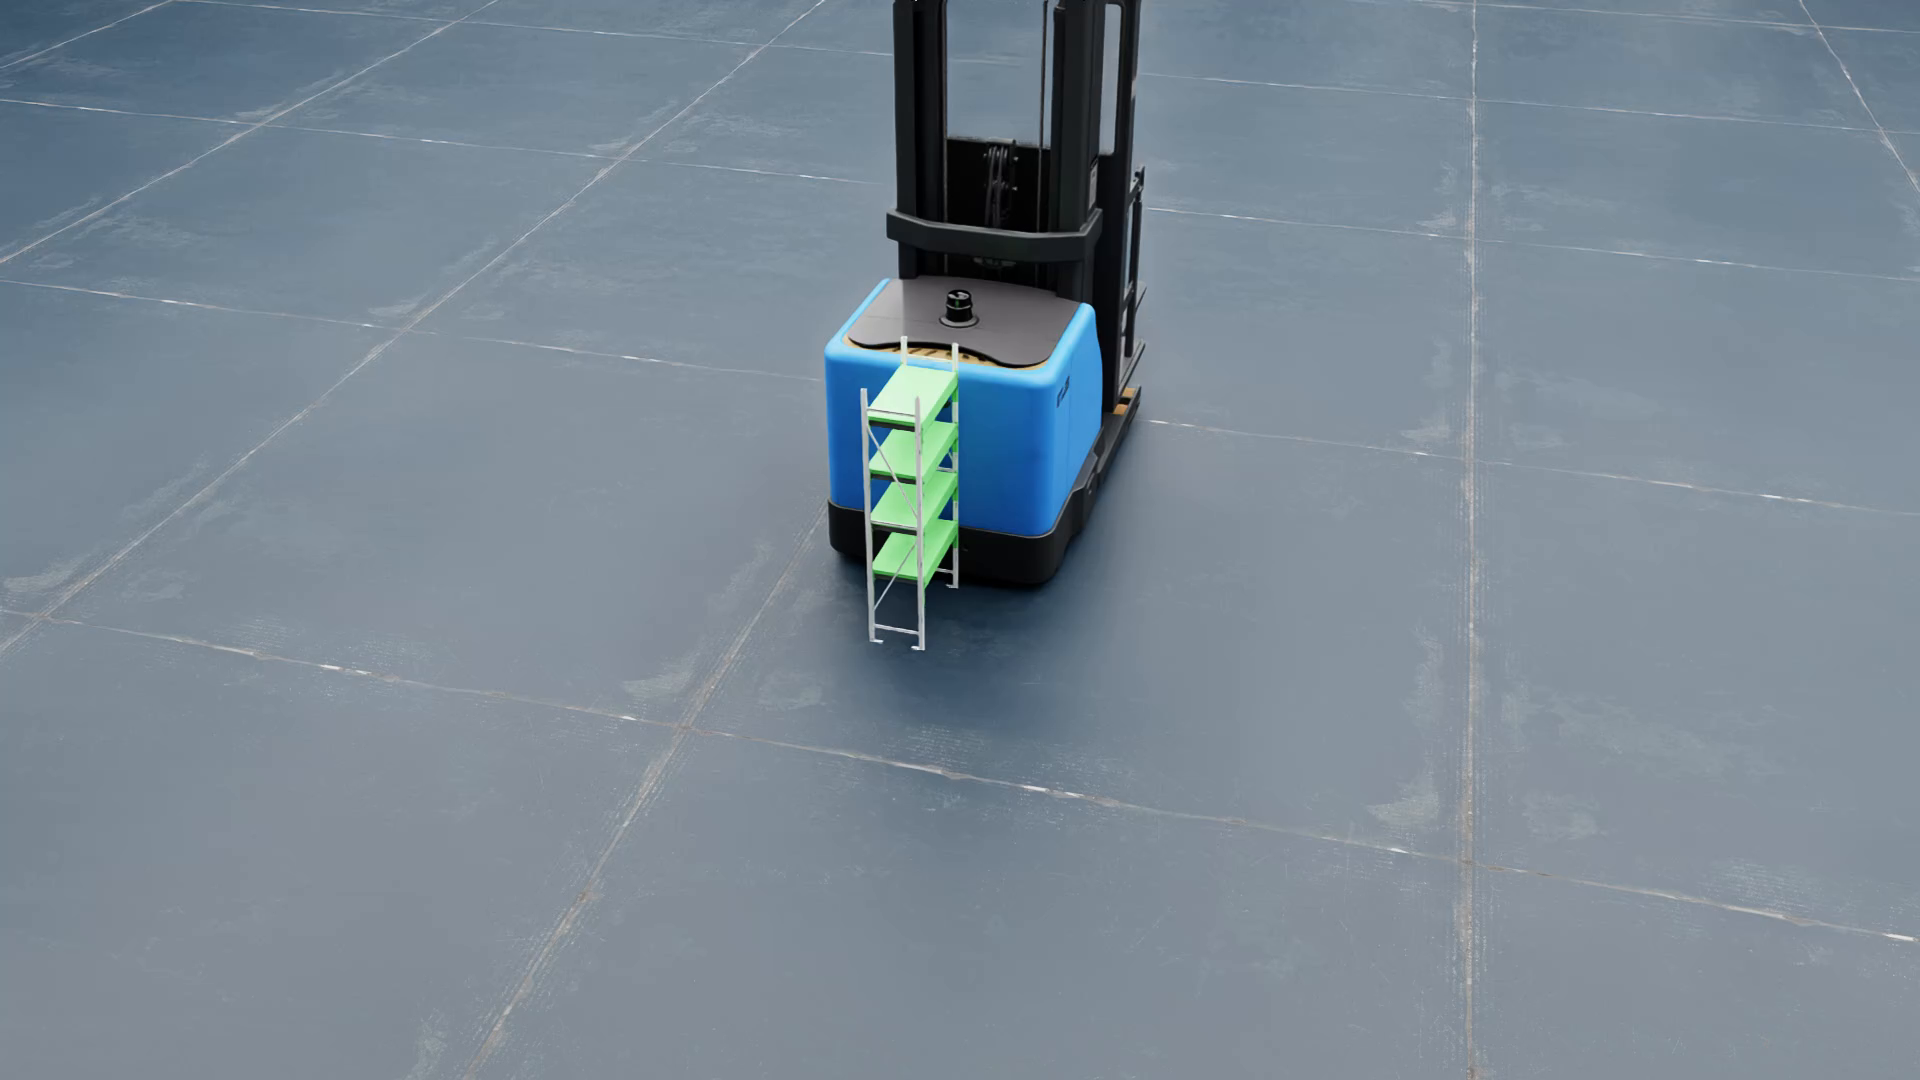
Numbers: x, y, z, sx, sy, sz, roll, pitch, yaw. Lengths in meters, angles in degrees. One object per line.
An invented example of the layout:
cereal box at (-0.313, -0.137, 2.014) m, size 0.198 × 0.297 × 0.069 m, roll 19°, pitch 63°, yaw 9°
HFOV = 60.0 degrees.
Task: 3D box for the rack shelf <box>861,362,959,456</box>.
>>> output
rack shelf at (-0.196, -0.535, 6.697) m, size 0.258 × 0.148 × 0.480 m, roll 9°, pitch 34°, yaw 14°

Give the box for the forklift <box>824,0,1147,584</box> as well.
forklift at (0.321, -1.828, 7.893) m, size 1.130 × 2.935 × 3.031 m, roll 9°, pitch 34°, yaw 14°

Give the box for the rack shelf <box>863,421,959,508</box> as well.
rack shelf at (-0.196, -0.332, 6.826) m, size 0.258 × 0.148 × 0.480 m, roll 9°, pitch 34°, yaw 14°

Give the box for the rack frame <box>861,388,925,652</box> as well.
rack frame at (-0.267, -0.058, 6.723) m, size 0.240 × 1.200 × 0.015 m, roll 9°, pitch 34°, yaw 14°

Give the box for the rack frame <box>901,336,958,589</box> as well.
rack frame at (-0.125, -0.309, 7.117) m, size 0.240 × 1.200 × 0.015 m, roll 9°, pitch 34°, yaw 14°

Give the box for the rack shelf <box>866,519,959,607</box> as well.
rack shelf at (-0.196, 0.073, 7.083) m, size 0.258 × 0.148 × 0.480 m, roll 9°, pitch 34°, yaw 14°

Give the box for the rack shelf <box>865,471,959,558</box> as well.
rack shelf at (-0.196, -0.130, 6.954) m, size 0.258 × 0.148 × 0.480 m, roll 9°, pitch 34°, yaw 14°

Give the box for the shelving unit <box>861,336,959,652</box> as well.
shelving unit at (-0.196, -0.183, 6.920) m, size 0.258 × 1.200 × 0.503 m, roll 9°, pitch 34°, yaw 14°
